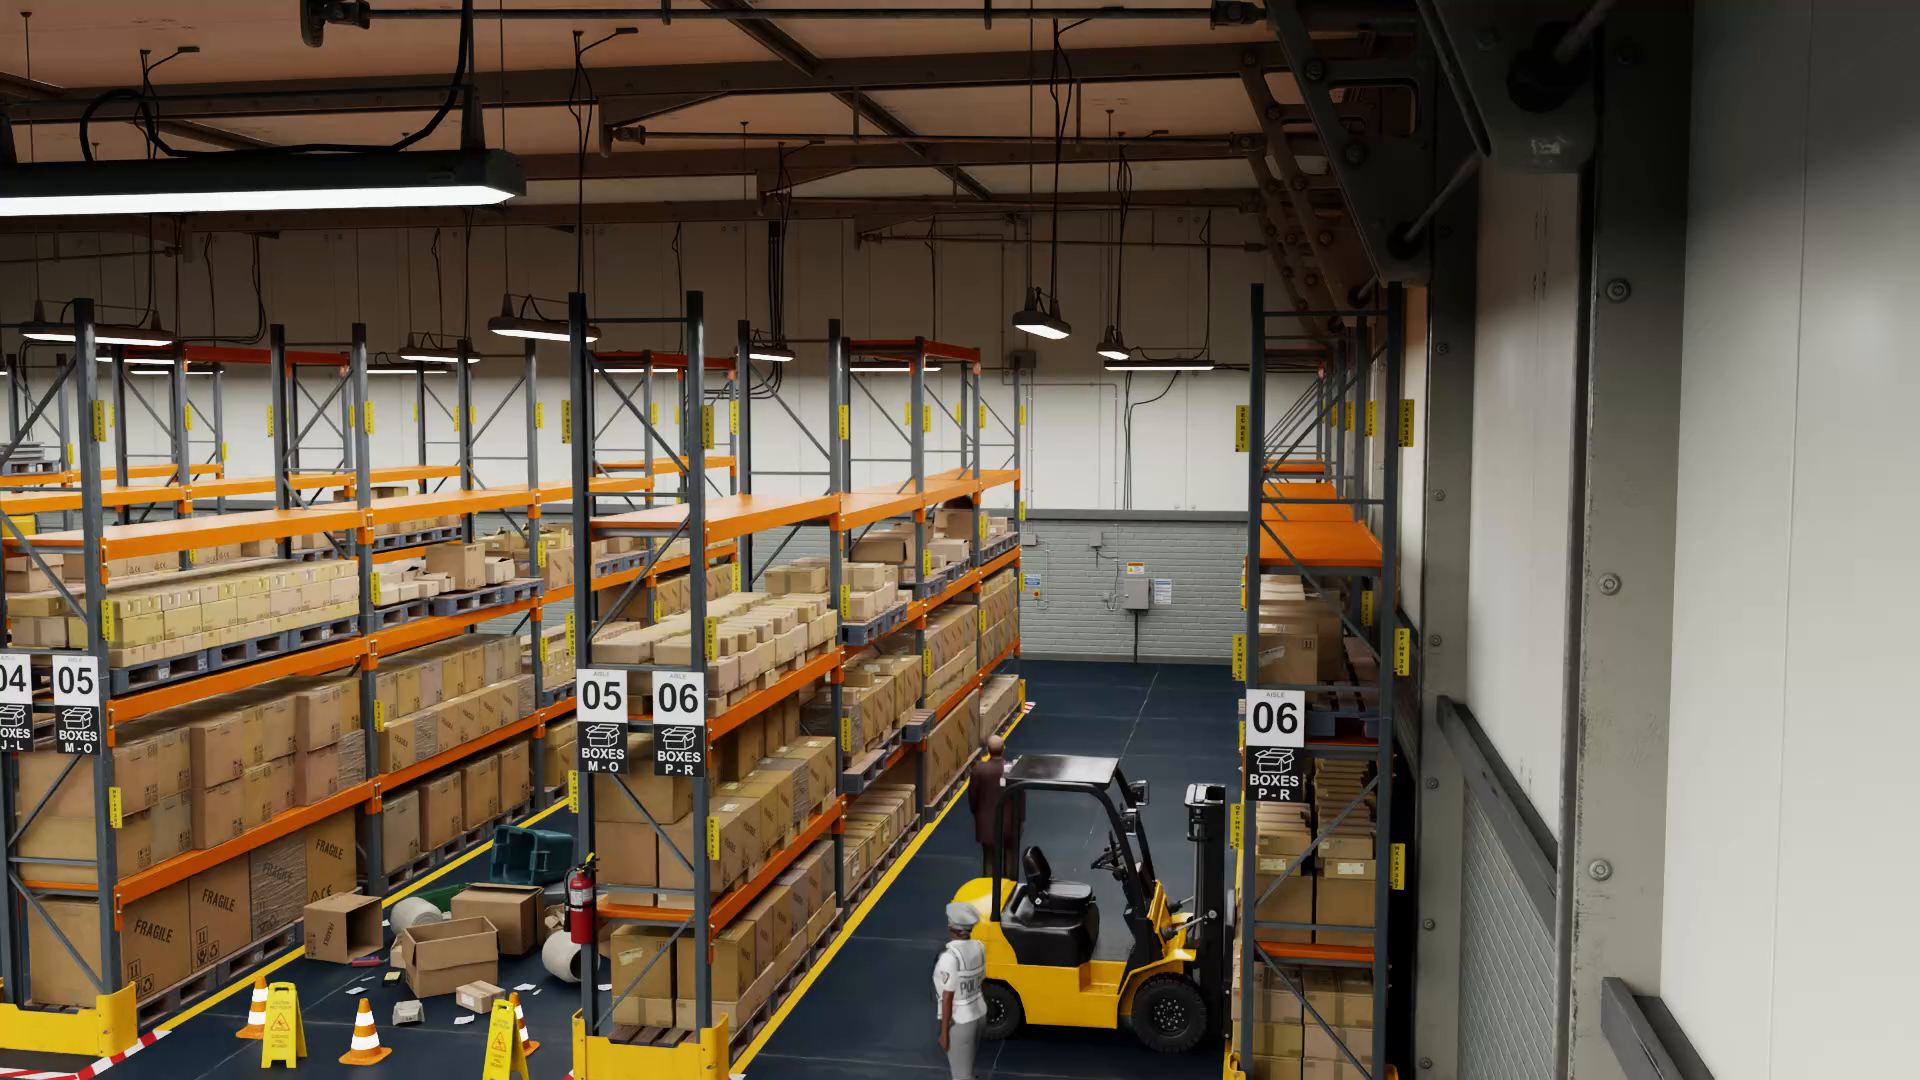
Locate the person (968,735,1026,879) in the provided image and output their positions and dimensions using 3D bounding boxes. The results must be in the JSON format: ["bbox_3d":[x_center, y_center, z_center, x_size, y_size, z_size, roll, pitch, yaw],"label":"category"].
[{"bbox_3d":[0.384,2.954,17.098,0.601,1.733,0.652,0,5,5],"label":"person"}]

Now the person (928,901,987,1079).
[{"bbox_3d":[-0.051,3.383,11.721,0.498,1.691,0.475,2,5,25],"label":"person"}]
